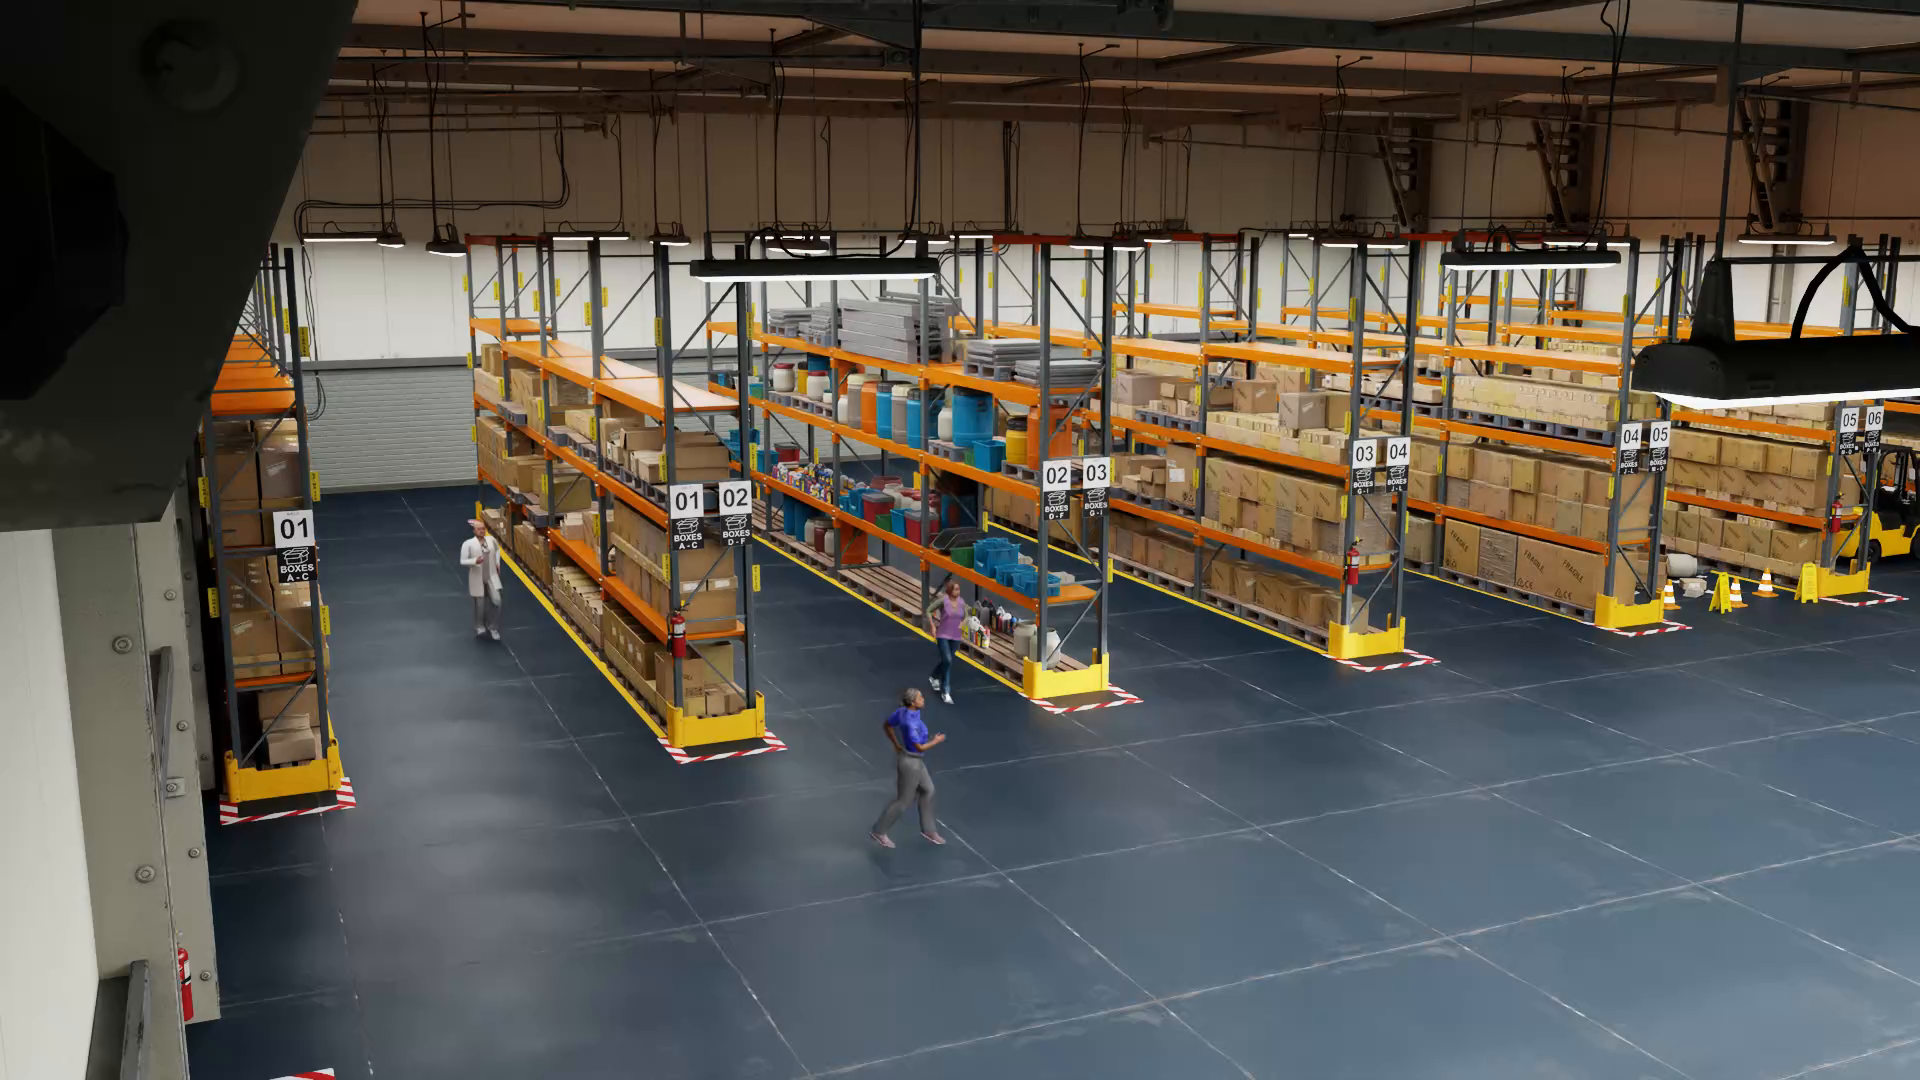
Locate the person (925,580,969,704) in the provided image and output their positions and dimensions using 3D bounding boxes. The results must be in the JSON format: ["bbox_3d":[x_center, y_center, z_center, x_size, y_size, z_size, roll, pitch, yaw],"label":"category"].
[{"bbox_3d":[-0.156,1.332,22.218,0.551,1.640,0.731,-6,12,-28],"label":"person"}]

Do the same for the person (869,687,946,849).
[{"bbox_3d":[-0.528,2.317,16.798,0.805,1.708,0.603,-2,11,-8],"label":"person"}]

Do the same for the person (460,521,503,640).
[{"bbox_3d":[-7.231,0.625,25.266,0.685,1.826,0.777,-7,13,-32],"label":"person"}]

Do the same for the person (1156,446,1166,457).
[{"bbox_3d":[5.058,-2.529,41.646,0.680,1.770,0.943,-11,15,-43],"label":"person"}]

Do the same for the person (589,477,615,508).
[{"bbox_3d":[-7.435,-1.128,34.560,0.673,1.721,0.810,-7,13,-33],"label":"person"}]
